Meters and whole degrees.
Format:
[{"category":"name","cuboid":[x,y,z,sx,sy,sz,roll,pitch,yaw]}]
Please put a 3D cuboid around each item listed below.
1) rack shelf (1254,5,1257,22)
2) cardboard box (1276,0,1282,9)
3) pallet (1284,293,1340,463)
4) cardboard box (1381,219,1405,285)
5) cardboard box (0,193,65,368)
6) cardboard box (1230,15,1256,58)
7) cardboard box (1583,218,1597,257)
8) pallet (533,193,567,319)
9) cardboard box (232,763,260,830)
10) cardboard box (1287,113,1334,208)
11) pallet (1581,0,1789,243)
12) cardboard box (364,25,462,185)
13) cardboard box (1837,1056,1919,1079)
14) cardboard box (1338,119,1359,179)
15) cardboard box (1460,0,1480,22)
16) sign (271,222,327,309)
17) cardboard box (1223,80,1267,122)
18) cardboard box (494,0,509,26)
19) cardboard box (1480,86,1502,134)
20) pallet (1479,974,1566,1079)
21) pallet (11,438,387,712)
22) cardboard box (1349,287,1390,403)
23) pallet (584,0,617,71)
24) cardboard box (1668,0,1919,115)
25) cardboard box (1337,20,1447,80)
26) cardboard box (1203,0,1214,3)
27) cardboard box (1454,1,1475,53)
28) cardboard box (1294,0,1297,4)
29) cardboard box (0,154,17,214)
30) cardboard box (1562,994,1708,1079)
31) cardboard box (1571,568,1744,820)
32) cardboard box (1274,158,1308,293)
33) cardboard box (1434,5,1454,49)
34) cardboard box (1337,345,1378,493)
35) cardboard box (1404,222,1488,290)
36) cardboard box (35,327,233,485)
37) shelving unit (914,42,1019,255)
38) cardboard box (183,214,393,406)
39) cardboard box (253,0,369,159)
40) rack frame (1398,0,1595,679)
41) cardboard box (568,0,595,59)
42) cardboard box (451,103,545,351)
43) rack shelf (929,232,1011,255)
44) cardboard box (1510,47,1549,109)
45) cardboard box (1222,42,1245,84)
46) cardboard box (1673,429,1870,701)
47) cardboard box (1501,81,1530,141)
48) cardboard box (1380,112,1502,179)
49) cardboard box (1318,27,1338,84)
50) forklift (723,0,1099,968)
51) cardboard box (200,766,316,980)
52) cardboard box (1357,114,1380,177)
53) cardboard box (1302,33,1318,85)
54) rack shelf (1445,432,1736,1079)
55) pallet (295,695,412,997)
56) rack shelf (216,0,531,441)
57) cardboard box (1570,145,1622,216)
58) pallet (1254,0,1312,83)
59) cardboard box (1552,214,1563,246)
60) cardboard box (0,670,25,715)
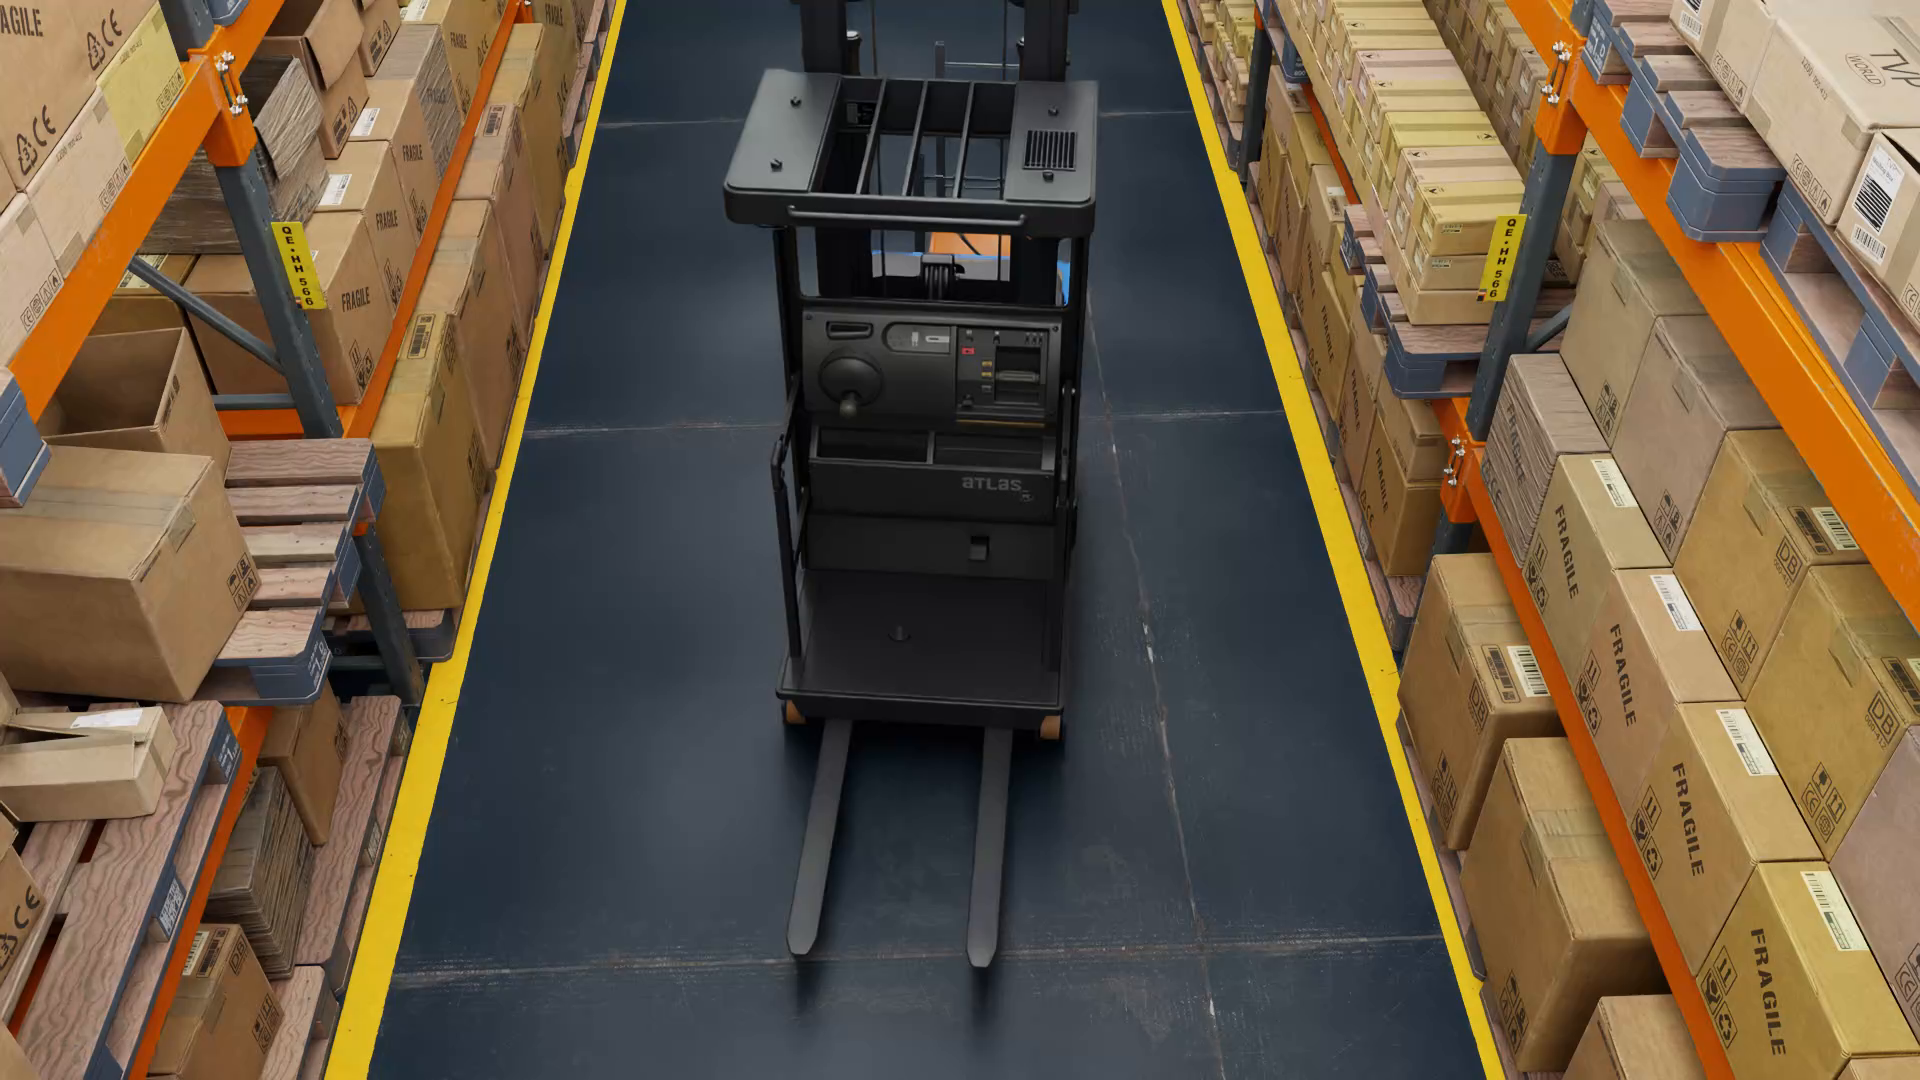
[{"category":"rack shelf","cuboid":[2.039,-4.318,10.423,1.077,0.370,4.000,-2,43,-2]},{"category":"cardboard box","cuboid":[1.706,-2.661,7.958,0.380,0.149,0.250,-1,43,-1]},{"category":"pallet","cuboid":[2.214,-0.854,8.176,1.003,0.211,1.213,-2,43,-2]},{"category":"cardboard box","cuboid":[1.805,-1.083,6.236,0.380,0.149,0.250,-2,43,-2]},{"category":"cardboard box","cuboid":[-2.347,-0.522,3.640,0.500,0.250,0.500,-1,43,-1]},{"category":"cardboard box","cuboid":[1.798,-2.961,9.769,0.380,0.149,0.250,-1,43,-1]},{"category":"cardboard box","cuboid":[2.474,-1.037,5.966,0.380,0.149,0.250,0,43,0]},{"category":"pallet","cuboid":[-2.728,-1.613,9.003,1.003,0.211,1.213,-2,43,-2]},{"category":"cardboard box","cuboid":[-2.575,0.833,5.240,0.500,0.250,0.500,3,43,3]},{"category":"cardboard box","cuboid":[1.917,-1.877,8.212,0.500,0.250,0.500,-1,43,-1]},{"category":"pallet","cuboid":[2.374,-1.136,4.339,1.213,0.211,1.003,0,43,0]},{"category":"cardboard box","cuboid":[-2.483,-1.863,7.138,0.500,0.500,0.500,-1,43,-2]},{"category":"cardboard box","cuboid":[2.153,1.445,3.530,0.500,0.500,0.500,-2,43,-2]},{"category":"cardboard box","cuboid":[1.774,-1.606,6.807,0.380,0.149,0.250,-3,43,-4]},{"category":"cardboard box","cuboid":[2.391,-2.370,7.200,0.380,0.149,0.250,-3,43,-4]},{"category":"sign","cuboid":[-2.124,-0.879,5.340,0.100,0.325,0.005,-2,43,-2]},{"category":"cardboard box","cuboid":[1.767,-2.592,9.807,0.380,0.149,0.250,-1,43,-1]},{"category":"cardboard box","cuboid":[-2.543,-2.888,8.257,0.500,0.500,0.500,-2,43,-2]},{"category":"cardboard box","cuboid":[2.418,-1.798,7.017,0.380,0.149,0.250,-1,43,-1]},{"category":"pallet","cuboid":[2.301,1.851,5.224,1.003,0.211,1.213,-2,43,-2]},{"category":"pallet","cuboid":[-2.529,0.090,5.224,1.213,0.211,1.003,-2,43,-2]},{"category":"cardboard box","cuboid":[1.971,-0.838,7.078,0.500,0.250,0.500,-1,43,-1]},{"category":"pallet","cuboid":[-2.845,-3.473,11.032,1.003,0.211,1.213,-2,43,-2]},{"category":"cardboard box","cuboid":[2.105,-1.303,4.062,0.500,0.311,0.500,-2,43,-2]},{"category":"cardboard box","cuboid":[1.763,-2.005,6.802,0.380,0.149,0.250,0,43,0]},{"category":"cardboard box","cuboid":[1.779,-3.469,10.763,0.380,0.149,0.250,-1,43,-1]},{"category":"cardboard box","cuboid":[2.398,-2.253,7.292,0.380,0.149,0.250,-1,43,-2]},{"category":"cardboard box","cuboid":[1.717,-2.601,7.673,0.380,0.149,0.250,-3,43,-4]},{"category":"cardboard box","cuboid":[-2.357,-0.790,3.378,0.500,0.500,0.500,-1,43,-1]},{"category":"cardboard box","cuboid":[2.311,1.774,4.599,1.050,0.750,0.750,-2,43,-2]},{"category":"cardboard box","cuboid":[2.089,0.425,4.643,0.500,0.500,0.500,-2,43,-2]},{"category":"cardboard box","cuboid":[1.915,-1.603,8.468,0.500,0.500,0.500,0,43,0]},{"category":"cardboard box","cuboid":[2.387,-2.333,7.600,0.380,0.149,0.250,-3,43,-4]},{"category":"cardboard box","cuboid":[1.987,-0.554,7.323,0.500,0.500,0.500,0,43,0]},{"category":"cardboard box","cuboid":[1.818,-1.025,5.953,0.380,0.149,0.250,-1,43,-1]},{"category":"cardboard box","cuboid":[-2.603,-0.287,5.108,0.500,0.500,0.500,-6,43,-7]},{"category":"shelving unit","cuboid":[0.097,-1.394,7.811,0.587,1.500,1.083,3,43,3]},{"category":"cardboard box","cuboid":[-2.415,-0.832,6.013,0.500,0.500,0.500,0,43,-1]},{"category":"cardboard box","cuboid":[-2.706,-1.800,6.327,0.797,0.503,0.637,-1,43,-1]},{"category":"rack frame","cuboid":[2.294,-0.533,5.761,1.000,3.000,0.127,-2,43,-2]},{"category":"cardboard box","cuboid":[-2.822,-3.586,10.354,0.875,0.875,0.875,-2,43,-2]},{"category":"cardboard box","cuboid":[-2.750,-1.496,8.074,1.225,0.875,0.875,-3,43,-3]},{"category":"rack shelf","cuboid":[0.096,-1.256,7.926,0.538,0.185,1.000,3,43,3]},{"category":"cardboard box","cuboid":[2.424,-1.841,6.623,0.380,0.149,0.250,0,43,0]},{"category":"cardboard box","cuboid":[1.769,-2.833,9.849,0.380,0.149,0.250,-4,43,-4]},{"category":"cardboard box","cuboid":[2.350,0.053,4.309,0.700,0.500,0.500,-2,43,-2]},{"category":"cardboard box","cuboid":[2.425,-1.739,6.732,0.380,0.149,0.250,-2,43,-2]},{"category":"cardboard box","cuboid":[1.796,-1.479,6.228,0.380,0.149,0.250,0,43,0]},{"category":"cardboard box","cuboid":[1.750,-2.070,7.093,0.380,0.149,0.250,-2,43,-3]},{"category":"forklift","cuboid":[-0.117,-0.535,5.814,1.130,2.935,3.031,3,43,3]},{"category":"cardboard box","cuboid":[-2.581,1.126,5.475,0.700,0.500,0.500,-5,43,-5]},{"category":"cardboard box","cuboid":[1.781,-1.552,6.528,0.380,0.149,0.250,-2,43,-2]},{"category":"cardboard box","cuboid":[1.742,-2.135,7.384,0.380,0.149,0.250,-2,43,-3]},{"category":"rack shelf","cuboid":[2.379,1.082,4.531,1.077,0.370,4.000,-2,43,-2]},{"category":"pallet","cuboid":[-2.634,1.097,6.047,1.003,0.211,1.213,-2,43,-2]},{"category":"rack shelf","cuboid":[-2.751,-1.544,7.397,1.077,0.370,4.000,-2,43,-2]},{"category":"cardboard box","cuboid":[2.454,-1.313,6.048,0.380,0.149,0.250,-3,43,-3]},{"category":"pallet","cuboid":[2.011,-2.643,8.205,1.003,0.211,1.213,-2,43,-2]},{"category":"cardboard box","cuboid":[2.454,-1.266,6.437,0.380,0.149,0.250,0,43,0]},{"category":"cardboard box","cuboid":[-2.824,0.580,4.348,0.500,0.250,0.500,-3,43,-3]}]
